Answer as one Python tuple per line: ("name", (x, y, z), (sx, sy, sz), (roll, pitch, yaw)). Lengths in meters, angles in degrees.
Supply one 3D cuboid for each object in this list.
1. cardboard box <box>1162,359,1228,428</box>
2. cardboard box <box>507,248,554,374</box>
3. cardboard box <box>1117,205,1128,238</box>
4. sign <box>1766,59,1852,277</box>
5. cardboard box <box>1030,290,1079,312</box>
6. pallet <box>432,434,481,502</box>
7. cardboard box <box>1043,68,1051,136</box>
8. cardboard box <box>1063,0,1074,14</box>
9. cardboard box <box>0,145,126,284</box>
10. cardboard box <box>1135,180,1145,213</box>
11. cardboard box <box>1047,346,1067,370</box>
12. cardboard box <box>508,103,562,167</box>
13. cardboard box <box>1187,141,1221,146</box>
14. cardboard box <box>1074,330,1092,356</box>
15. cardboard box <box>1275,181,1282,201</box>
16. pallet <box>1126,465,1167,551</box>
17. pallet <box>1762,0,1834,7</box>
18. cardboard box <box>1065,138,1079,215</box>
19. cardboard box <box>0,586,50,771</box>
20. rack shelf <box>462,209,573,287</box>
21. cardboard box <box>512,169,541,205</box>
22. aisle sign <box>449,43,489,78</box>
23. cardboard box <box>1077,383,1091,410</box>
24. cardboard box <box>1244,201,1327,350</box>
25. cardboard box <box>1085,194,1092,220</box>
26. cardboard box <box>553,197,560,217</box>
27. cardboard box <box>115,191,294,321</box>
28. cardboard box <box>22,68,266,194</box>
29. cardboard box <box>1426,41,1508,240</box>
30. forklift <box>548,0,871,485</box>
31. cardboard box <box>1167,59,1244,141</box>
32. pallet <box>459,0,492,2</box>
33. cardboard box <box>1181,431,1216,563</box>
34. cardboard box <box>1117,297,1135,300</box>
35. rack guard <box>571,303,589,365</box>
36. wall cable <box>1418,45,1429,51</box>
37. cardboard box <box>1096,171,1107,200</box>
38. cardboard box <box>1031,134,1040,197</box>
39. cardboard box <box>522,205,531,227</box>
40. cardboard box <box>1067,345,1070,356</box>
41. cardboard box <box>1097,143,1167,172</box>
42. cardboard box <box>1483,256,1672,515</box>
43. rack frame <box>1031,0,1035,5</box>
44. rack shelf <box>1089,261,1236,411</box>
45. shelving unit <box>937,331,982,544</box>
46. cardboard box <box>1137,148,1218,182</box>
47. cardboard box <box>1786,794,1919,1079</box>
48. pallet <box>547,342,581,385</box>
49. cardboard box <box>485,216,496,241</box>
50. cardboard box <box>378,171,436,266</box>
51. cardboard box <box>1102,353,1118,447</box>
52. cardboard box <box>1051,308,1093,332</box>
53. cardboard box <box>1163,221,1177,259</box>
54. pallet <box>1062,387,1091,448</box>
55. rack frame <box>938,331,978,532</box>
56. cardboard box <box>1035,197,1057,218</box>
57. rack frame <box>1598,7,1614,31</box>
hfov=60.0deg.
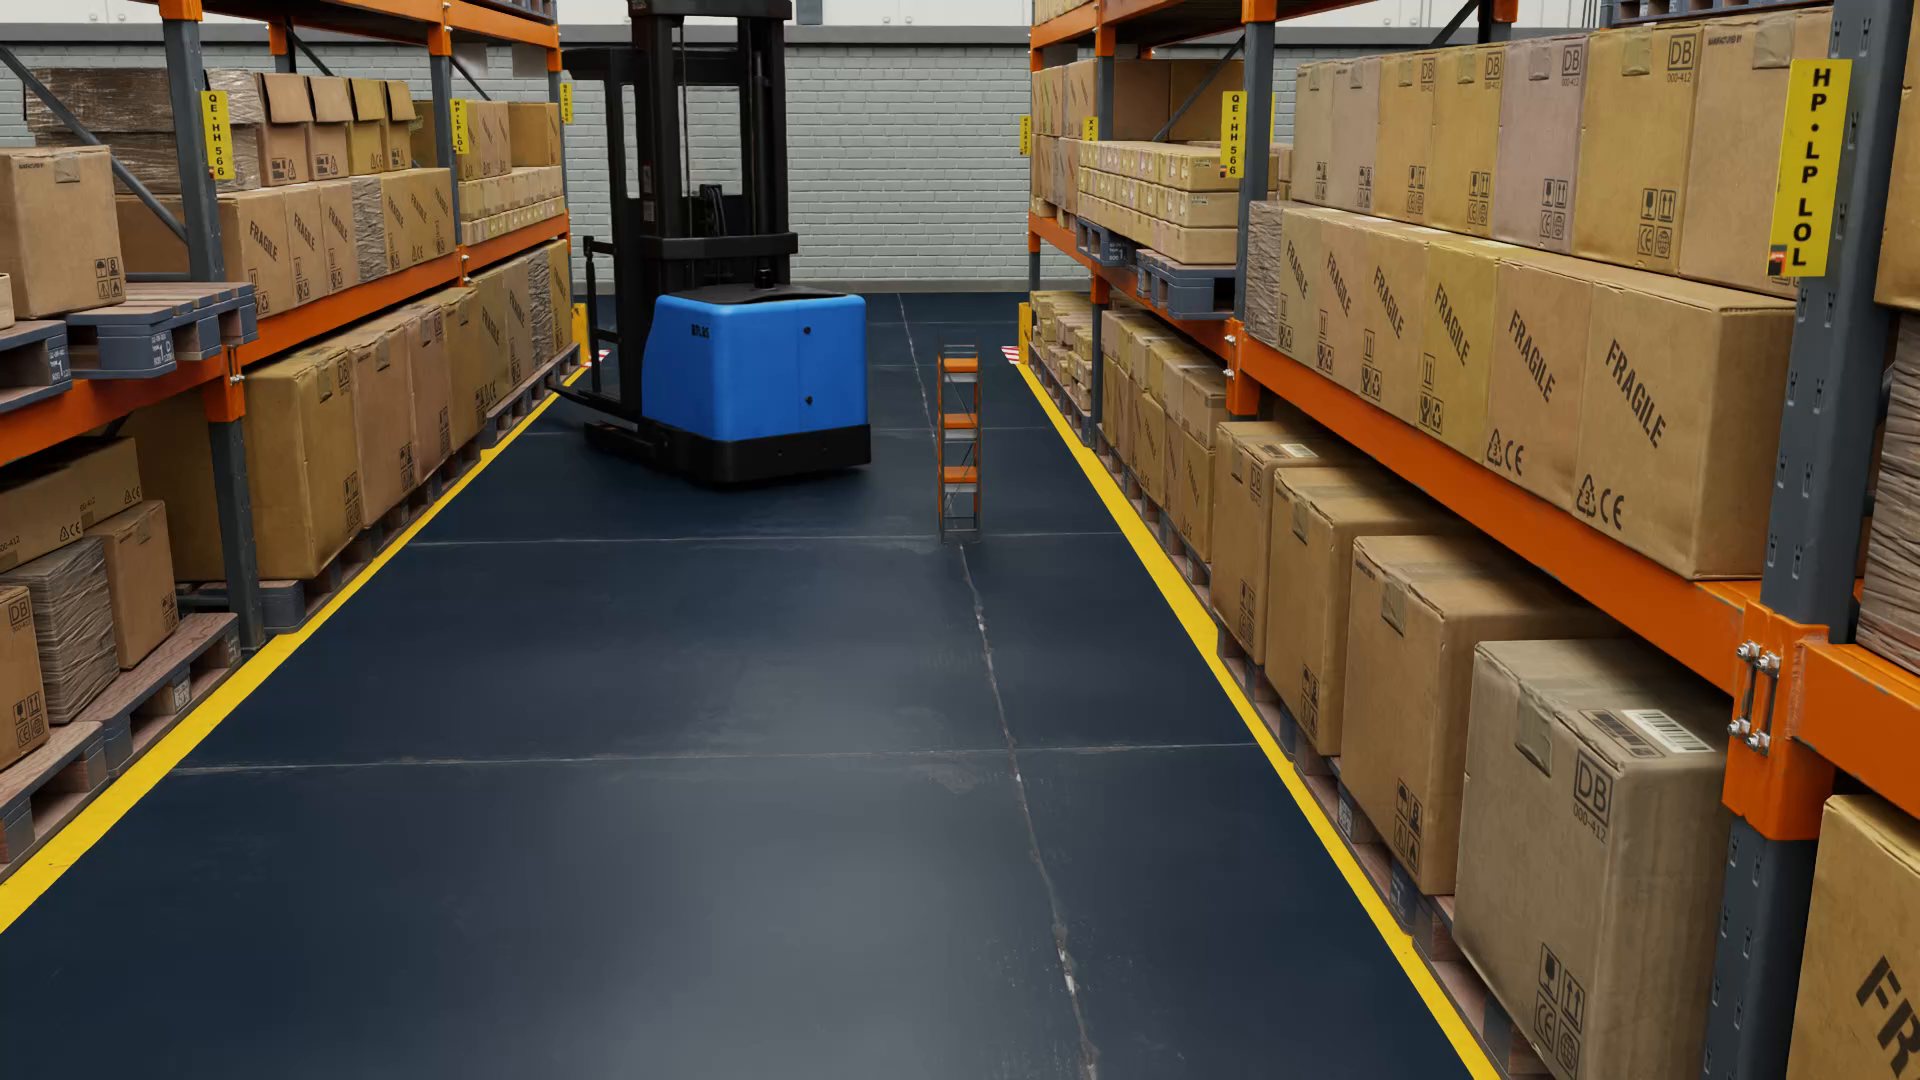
("cardboard box", (1.253, -0.700, 7.895), (0.500, 0.250, 0.500), (-1, 14, -3))
("cardboard box", (-3.677, -1.781, 12.849), (0.875, 0.875, 0.875), (-1, 14, -3))
("cardboard box", (1.016, -1.636, 8.528), (0.380, 0.149, 0.250), (-2, 15, -6))
("sign", (1.307, -0.569, 2.554), (0.100, 0.325, 0.005), (-1, 14, -3))
("cardboard box", (0.797, -2.017, 14.032), (0.380, 0.149, 0.250), (-2, 15, -6))
("pallet", (-3.482, -0.455, 9.869), (1.003, 0.211, 1.213), (-1, 14, -3))
("cardboard box", (0.914, -3.348, 12.714), (0.500, 0.500, 0.500), (-1, 14, -5))
("cardboard box", (1.001, -3.796, 11.541), (0.500, 0.250, 0.500), (-1, 14, -4))
("cardboard box", (-3.284, -1.119, 5.813), (0.500, 0.500, 0.500), (-3, 15, -10))
("cardboard box", (1.049, -1.650, 7.984), (0.380, 0.149, 0.250), (-1, 14, -4))
("cardboard box", (0.883, -1.413, 12.879), (0.380, 0.149, 0.250), (-2, 15, -6))
("cardboard box", (-3.560, -3.308, 13.563), (0.500, 0.500, 0.500), (-1, 14, -3))
("cardboard box", (1.572, -2.320, 9.992), (0.380, 0.149, 0.250), (0, 14, -1))
("cardboard box", (0.992, -1.367, 11.505), (0.380, 0.149, 0.250), (-1, 14, -4))
("cardboard box", (1.701, -1.660, 8.023), (0.380, 0.149, 0.250), (-1, 14, -3))
("pallet", (1.480, -0.199, 8.876), (1.003, 0.211, 1.213), (-1, 14, -3))
("pallet", (6.246, -3.762, 11.287), (1.003, 0.211, 1.213), (-1, 14, -3))
("cardboard box", (1.009, -2.485, 11.366), (0.500, 0.500, 0.500), (-1, 14, -5))
("cardboard box", (-3.206, 0.442, 4.924), (0.700, 0.500, 0.500), (0, 14, 1))
("rack shelf", (-3.729, -2.145, 12.286), (1.077, 0.370, 4.000), (-1, 14, -3))
("cardboard box", (-3.495, -2.693, 12.677), (0.500, 0.250, 0.500), (-1, 14, -5))
("aisle sign", (-4.157, -4.263, 13.857), (0.394, 0.787, 0.004), (-1, 14, -3))
("cardboard box", (0.988, -0.962, 11.125), (0.380, 0.149, 0.250), (-1, 14, -3))
("cardboard box", (1.358, -0.985, 6.134), (0.500, 0.500, 0.500), (-1, 14, -3))
("cardboard box", (0.940, -1.955, 9.766), (0.380, 0.149, 0.250), (-1, 14, -3))
("cardboard box", (-3.484, -2.721, 13.585), (0.380, 0.149, 0.250), (-1, 14, -3))
("cardboard box", (-3.116, -1.174, 6.871), (0.500, 0.500, 0.500), (0, 14, -2))
("cardboard box", (-3.386, -1.717, 6.967), (0.797, 0.503, 0.637), (0, 14, -2))
("cardboard box", (1.716, -1.093, 4.547), (0.700, 0.500, 0.500), (-1, 14, -4))
("forklift", (-1.804, -2.049, 10.609), (1.130, 2.935, 3.031), (-10, 18, -34))
("cardboard box", (1.567, -2.840, 10.740), (0.500, 0.500, 0.500), (-1, 14, -2))
("pallet", (-3.645, -3.609, 10.692), (1.003, 0.211, 1.213), (-1, 14, -3))
("cardboard box", (1.298, -0.205, 7.476), (0.500, 0.500, 0.500), (-1, 14, -4))
("cardboard box", (1.491, -1.899, 13.573), (0.380, 0.149, 0.250), (-1, 14, -5))
("rack guard", (-3.854, -1.786, 14.464), (1.175, 0.500, 0.348), (-1, 14, -3))
("wall cable", (5.666, -5.053, 20.043), (0.585, 1.953, 0.123), (-1, 14, -3))
("cardboard box", (0.968, -1.975, 9.246), (0.380, 0.149, 0.250), (-2, 15, -6))
("cardboard box", (0.856, -3.119, 13.830), (0.500, 0.500, 0.500), (0, 14, -1))
("cardboard box", (-3.407, -2.405, 12.359), (0.380, 0.149, 0.250), (-1, 14, -2))
("cardboard box", (1.002, -1.415, 12.287), (0.380, 0.149, 0.250), (-2, 15, -6))
("cardboard box", (0.967, -2.117, 9.201), (0.380, 0.149, 0.250), (-1, 14, -4))
("cardboard box", (1.517, -0.357, 3.695), (0.500, 0.500, 0.500), (-1, 14, -4))
("rack frame", (1.104, -5.947, 13.582), (1.000, 3.000, 0.127), (-1, 14, -3))
("rack shelf", (1.476, -1.201, 8.620), (1.077, 0.370, 4.000), (-1, 14, -3))
("shelving unit", (-0.003, -0.522, 8.447), (0.215, 1.050, 0.252), (-1, 14, -3))
("cardboard box", (1.053, -1.791, 7.935), (0.380, 0.149, 0.250), (-1, 14, -3))
("cardboard box", (1.817, 0.926, 2.331), (0.875, 0.875, 0.875), (-1, 14, -3))
("pallet", (-3.725, -1.442, 13.709), (1.003, 0.211, 1.213), (-1, 14, -3))
("cardboard box", (-3.324, -2.084, 11.109), (0.380, 0.149, 0.250), (0, 14, -2))
("cardboard box", (-3.280, -1.809, 9.337), (0.500, 0.500, 0.500), (0, 14, -2))
("cardboard box", (1.133, -0.852, 9.992), (0.500, 0.500, 0.500), (0, 14, -1))
("cardboard box", (0.899, -1.690, 12.761), (0.380, 0.149, 0.250), (-1, 14, -3))
("cardboard box", (1.097, -1.311, 7.265), (0.380, 0.149, 0.250), (-1, 14, -4))
("pallet", (1.275, -0.863, 11.458), (1.003, 0.211, 1.213), (-1, 14, -3))
("rack frame", (-0.011, -0.552, 8.565), (0.200, 1.050, 0.008), (-1, 14, -3))
("cardboard box", (0.817, -2.704, 13.521), (0.380, 0.149, 0.250), (-1, 14, -5))
("rack frame", (6.038, -3.144, 14.724), (1.000, 3.000, 0.127), (-1, 14, -3))
